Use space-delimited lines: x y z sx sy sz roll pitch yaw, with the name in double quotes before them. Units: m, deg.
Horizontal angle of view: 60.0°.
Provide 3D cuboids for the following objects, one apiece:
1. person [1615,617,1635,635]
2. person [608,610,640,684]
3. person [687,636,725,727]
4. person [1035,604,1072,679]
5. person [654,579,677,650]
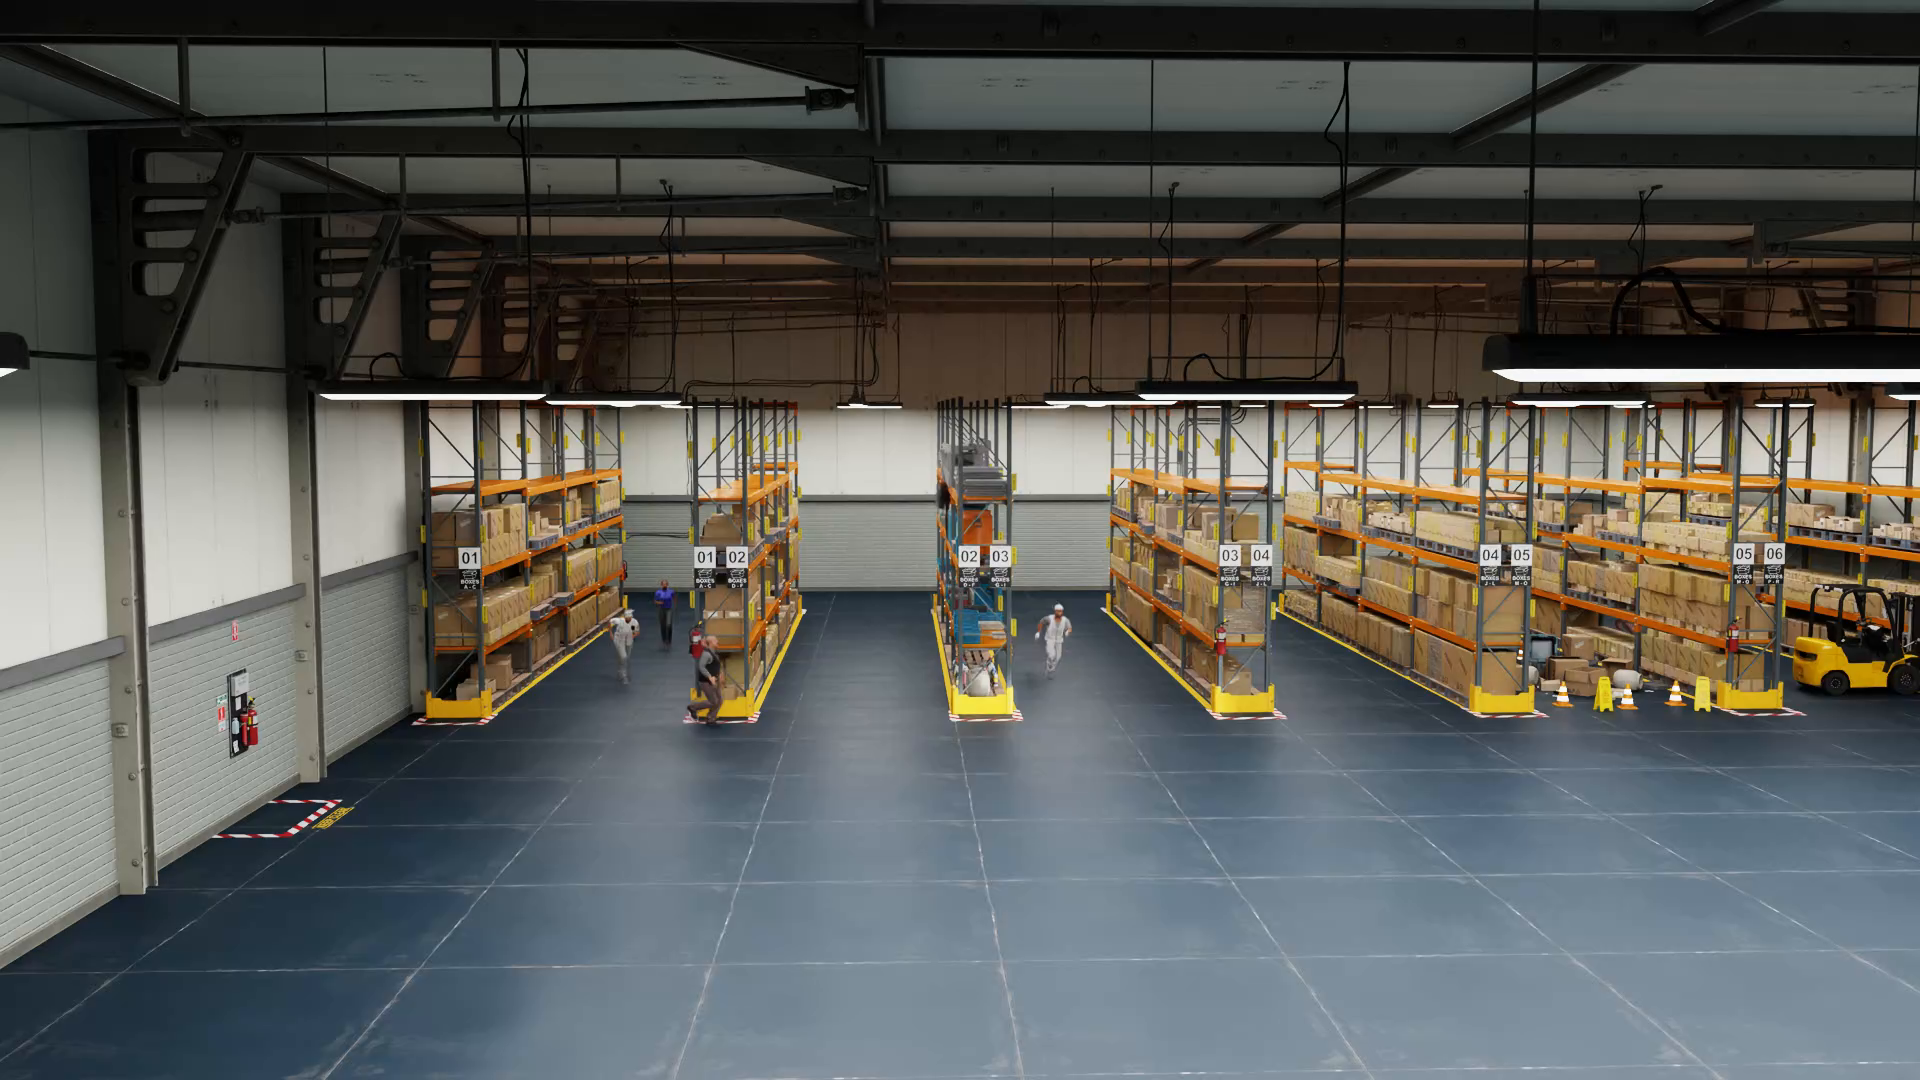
"person" 16.456 1.747 41.081 0.577 1.622 0.790 -1 4 -10
"person" -7.133 2.250 35.271 0.655 1.624 1.006 -2 5 -23
"person" -4.595 2.563 30.214 0.590 1.669 0.647 1 5 12
"person" 1.999 2.160 35.254 0.704 1.645 0.944 -1 5 -17
"person" -7.121 1.794 40.185 0.524 1.715 0.848 0 4 -6
